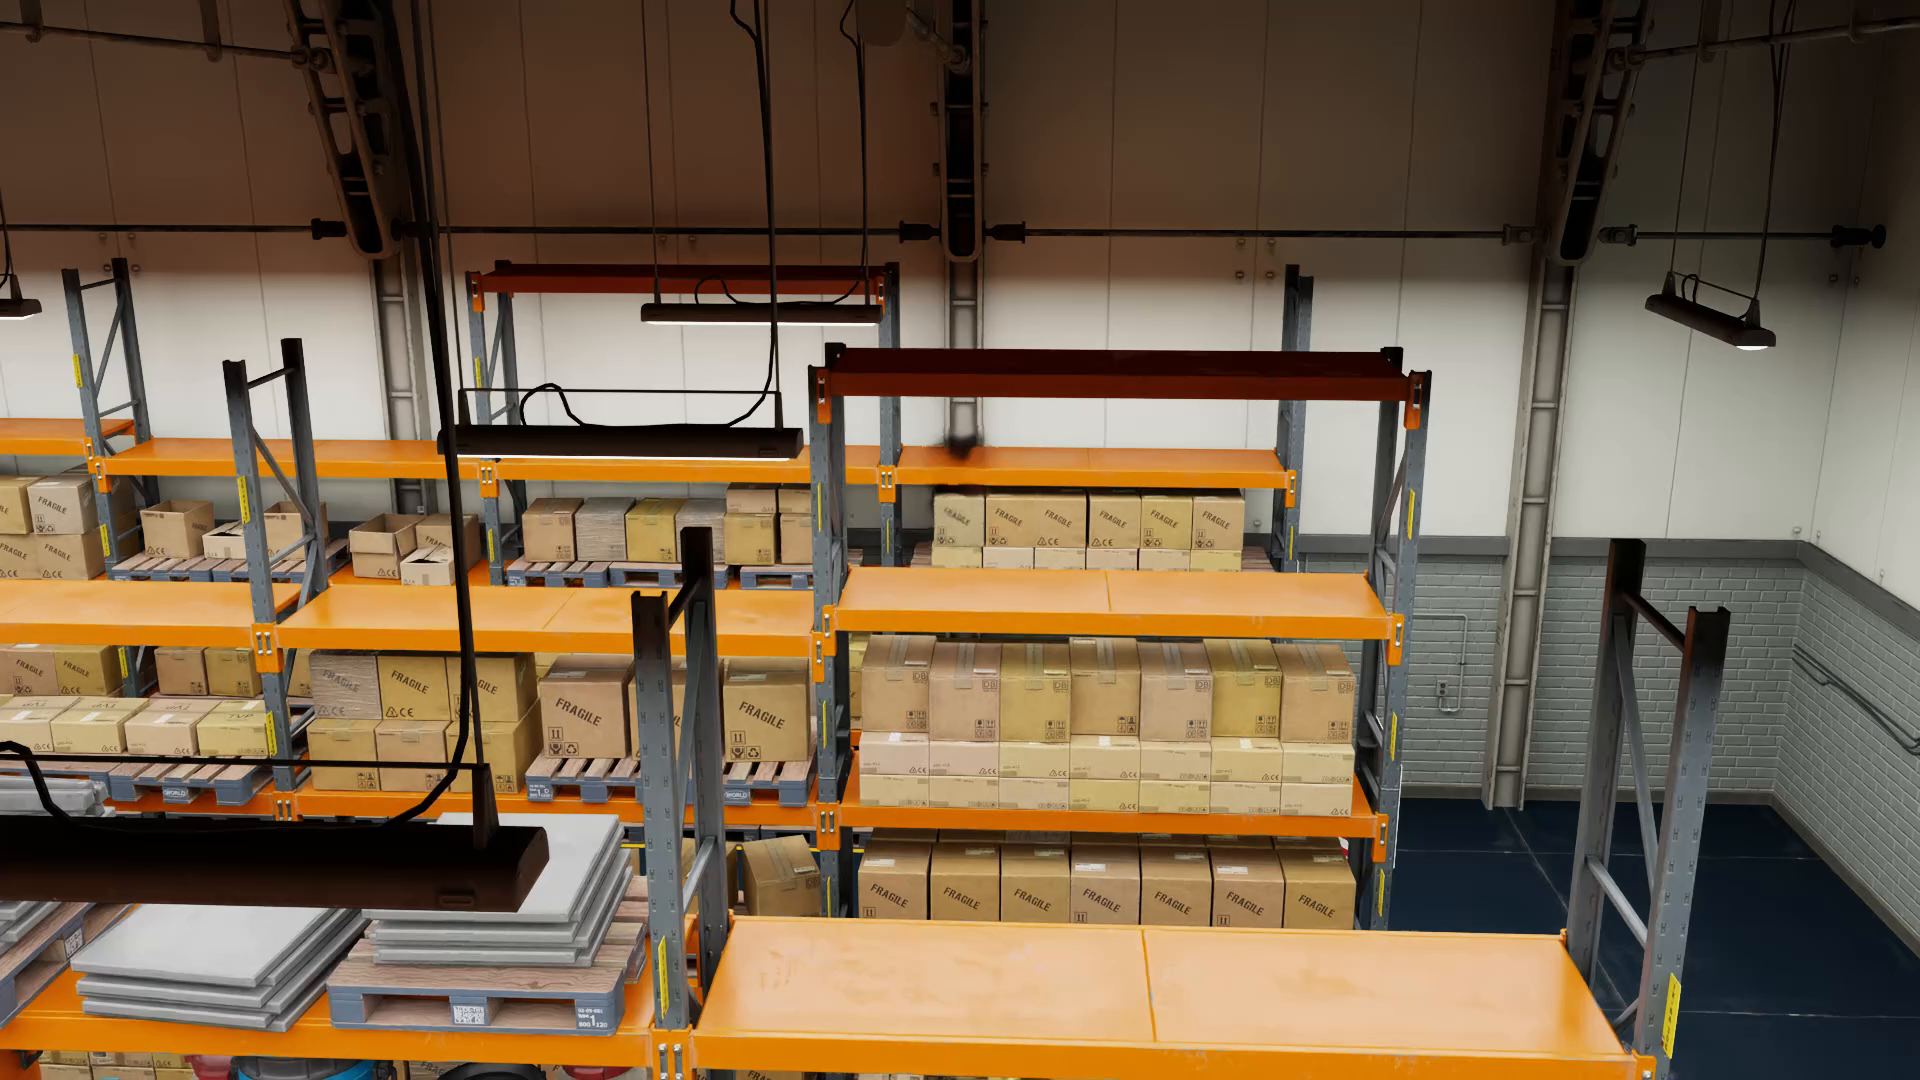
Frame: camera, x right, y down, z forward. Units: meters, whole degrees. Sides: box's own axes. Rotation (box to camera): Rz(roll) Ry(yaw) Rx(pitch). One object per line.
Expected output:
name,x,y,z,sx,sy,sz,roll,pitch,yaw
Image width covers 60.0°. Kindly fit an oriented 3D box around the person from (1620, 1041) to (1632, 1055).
person,4.505,4.258,11.377,0.398,1.471,0.565,-6,17,-21
